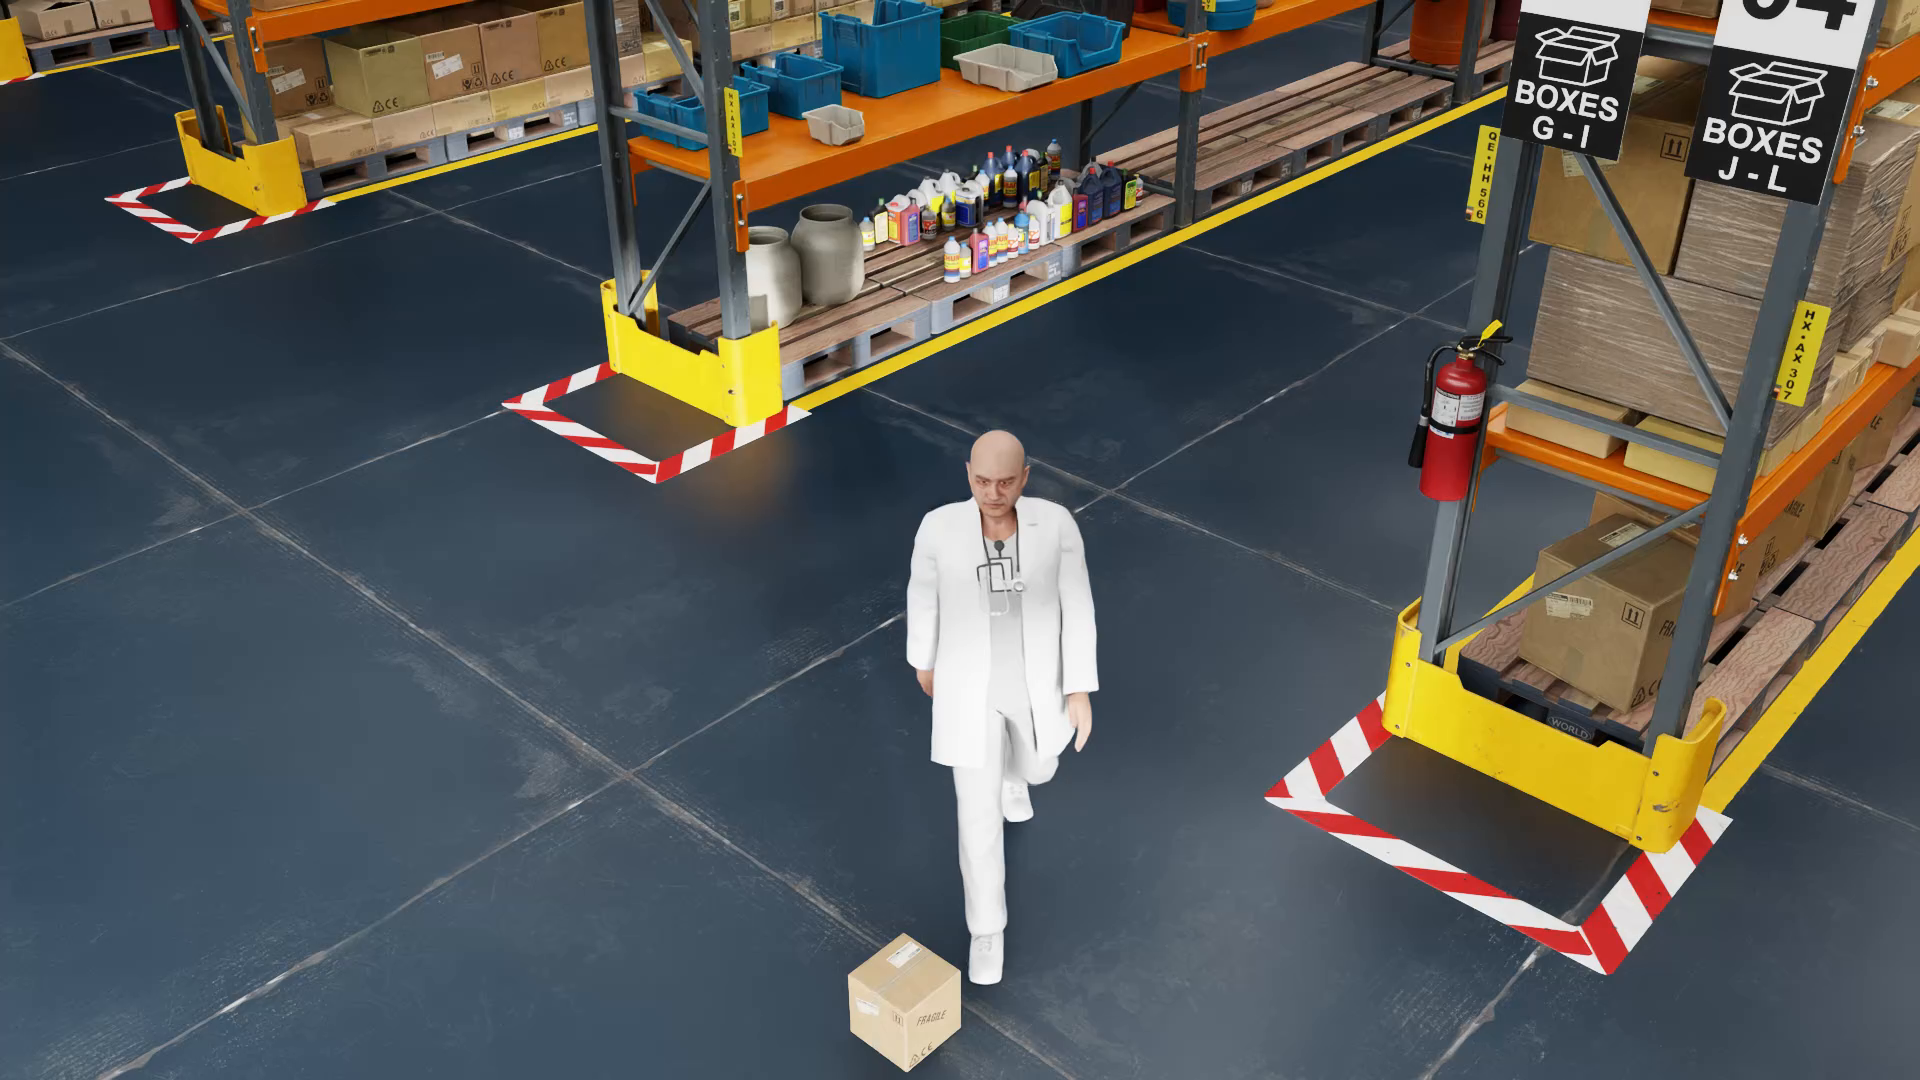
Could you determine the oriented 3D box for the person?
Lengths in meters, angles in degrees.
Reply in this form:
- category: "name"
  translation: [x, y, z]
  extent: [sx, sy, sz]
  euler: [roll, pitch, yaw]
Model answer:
- category: "person"
  translation: [0.142, 0.460, 5.404]
  extent: [0.578, 1.723, 1.109]
  euler: [-5, 31, -8]
